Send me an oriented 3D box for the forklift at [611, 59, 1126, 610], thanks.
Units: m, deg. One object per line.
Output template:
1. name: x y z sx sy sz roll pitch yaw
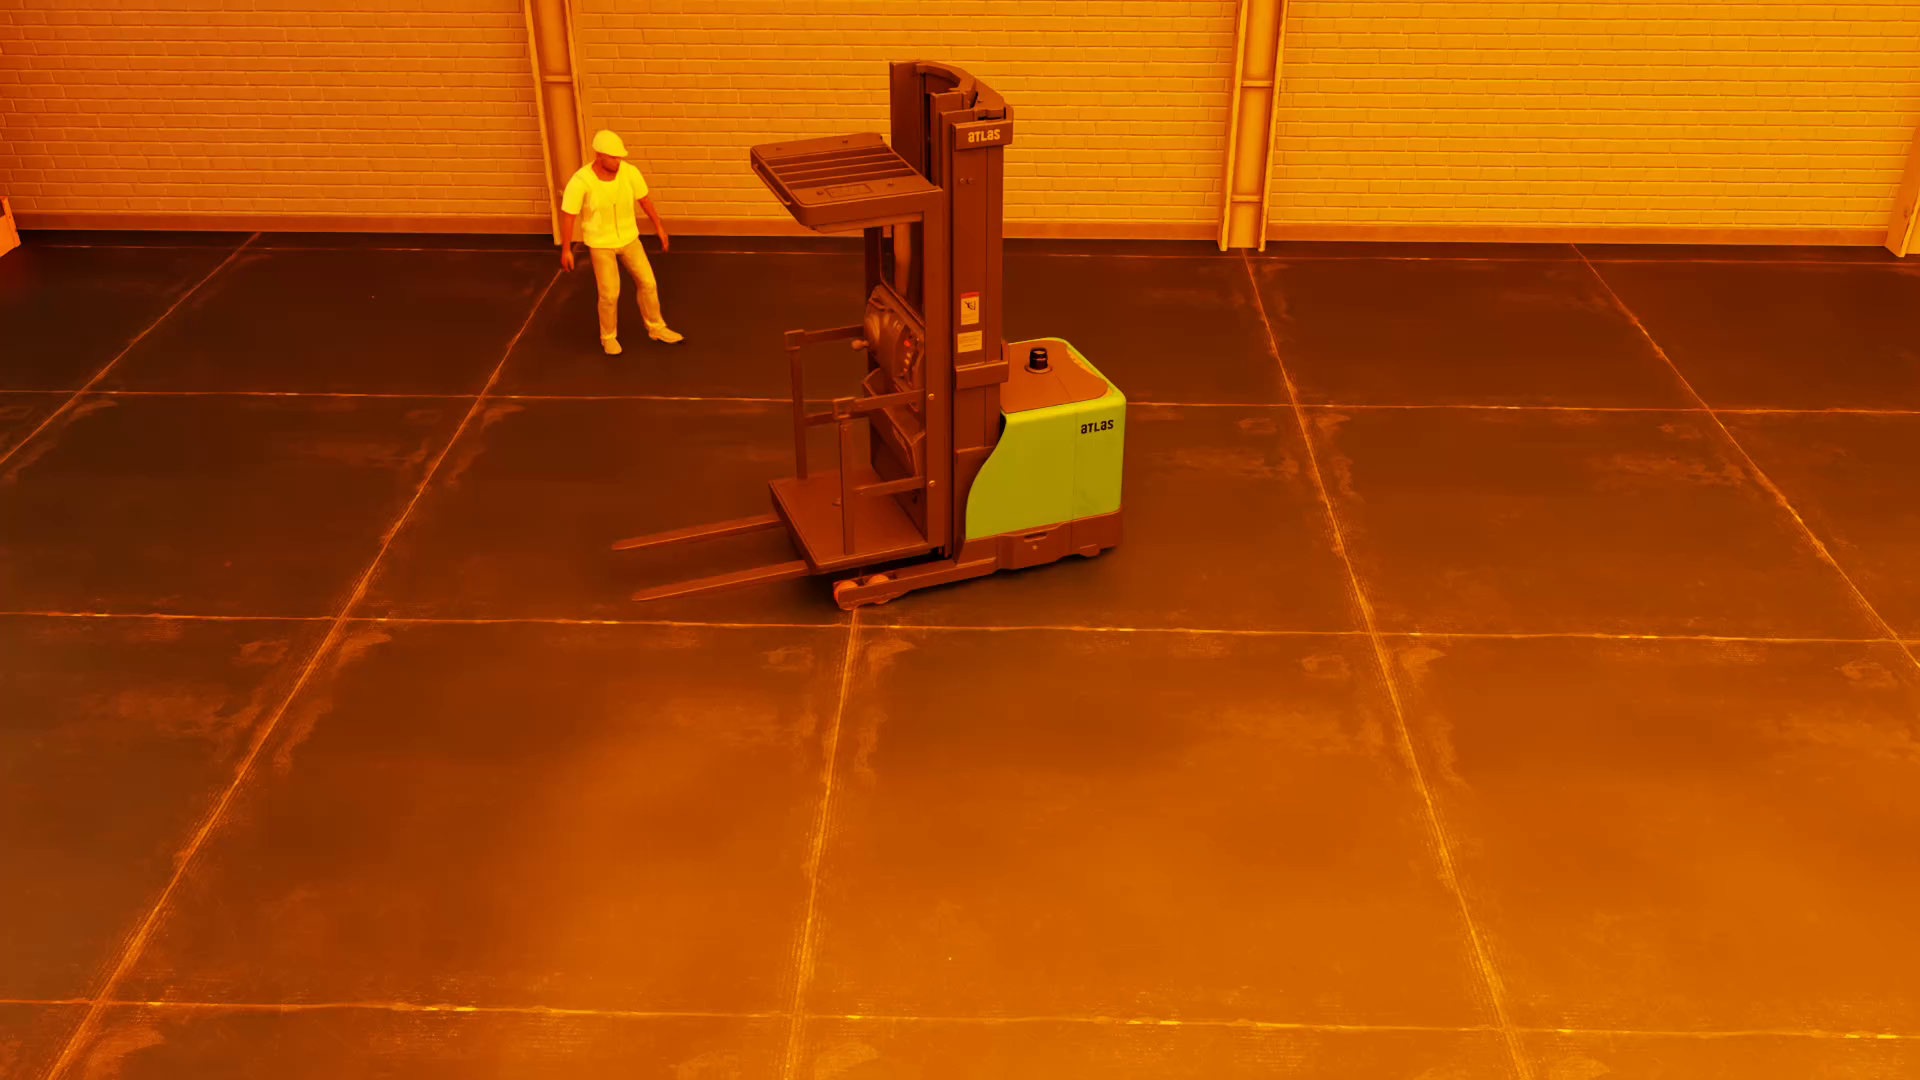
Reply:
1. forklift: -0.569 -1.153 9.570 3.031 2.935 1.130 -11 32 -18

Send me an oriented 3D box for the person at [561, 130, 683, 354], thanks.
1. person: -2.609 -2.262 12.626 0.831 1.738 0.425 -21 36 -31
